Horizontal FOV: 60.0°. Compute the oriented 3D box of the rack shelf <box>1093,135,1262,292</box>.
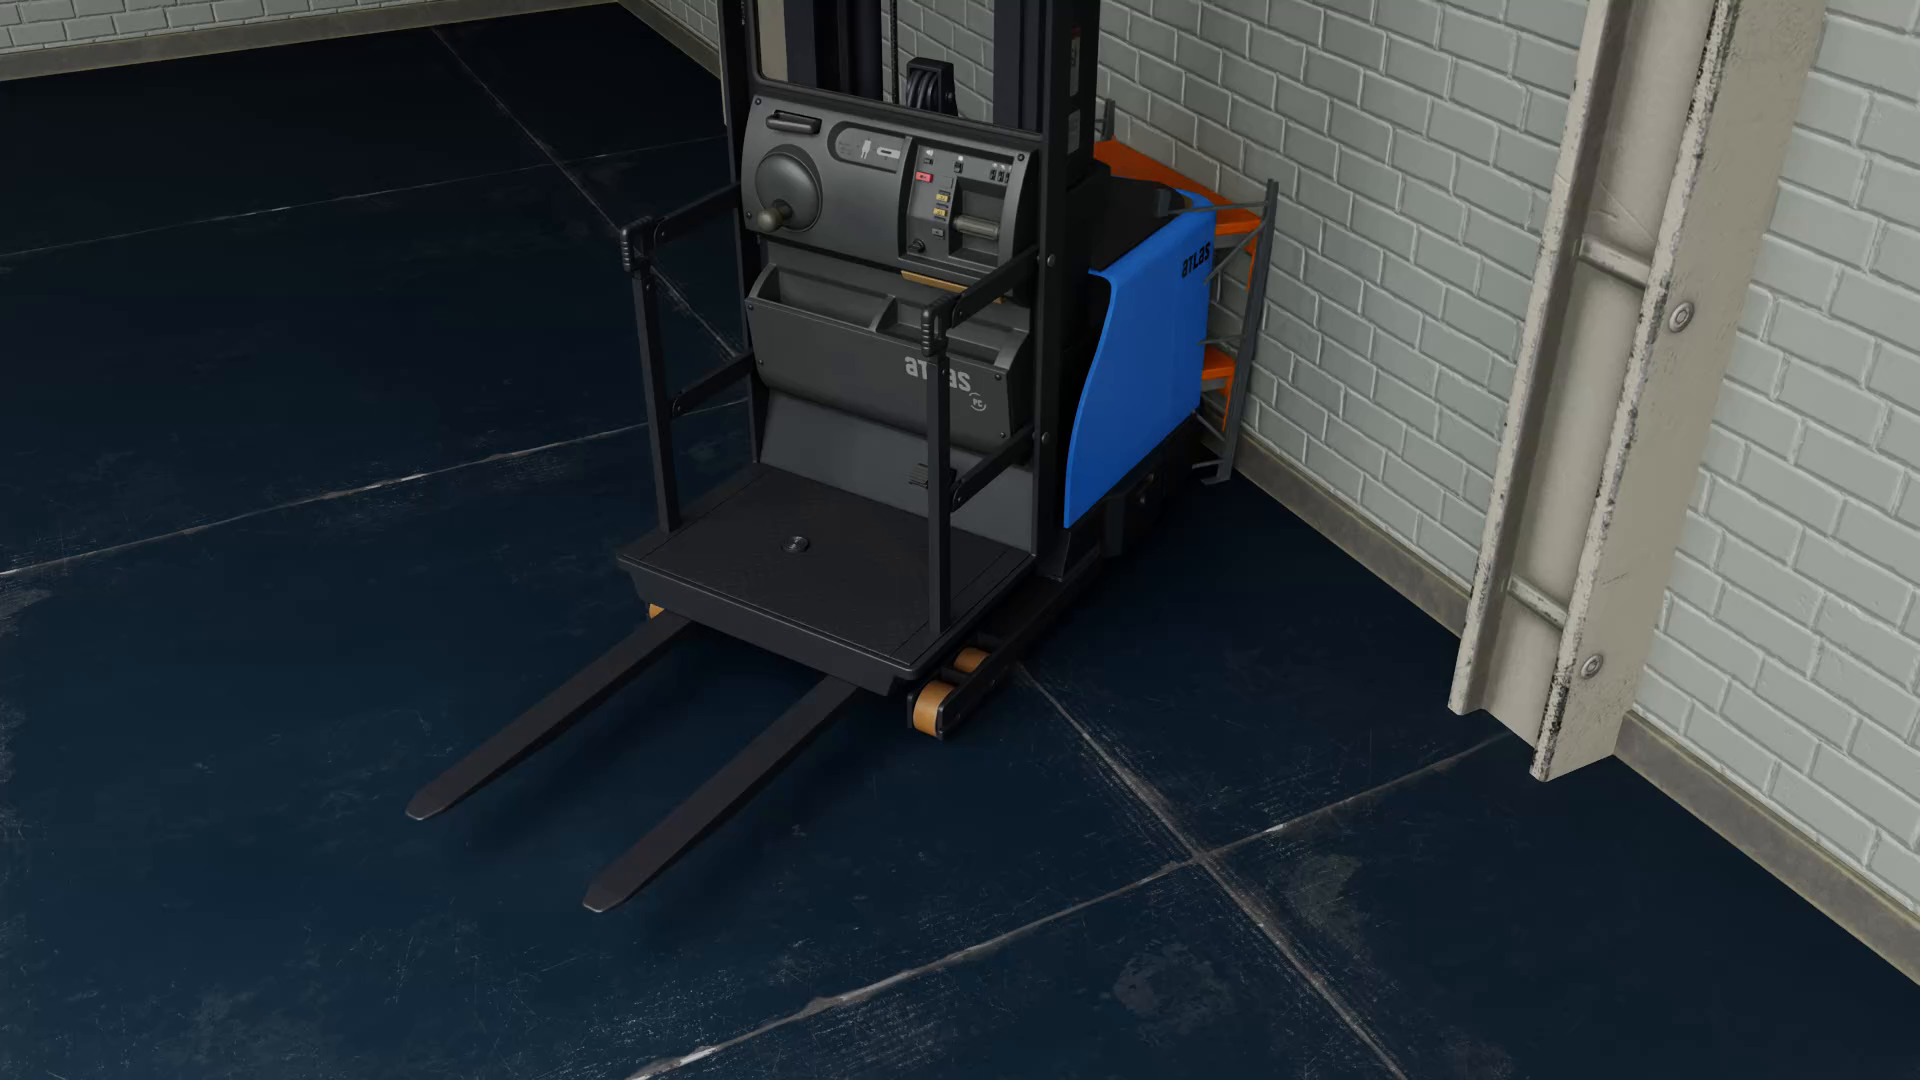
[{"bbox_3d":[0.595,-1.165,5.965,0.538,0.278,1.000,-11,33,-26],"label":"rack shelf"}]

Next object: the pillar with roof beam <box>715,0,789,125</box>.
[{"bbox_3d":[-4.922,-5.019,5.243,9.100,9.000,0.400,-16,36,-23],"label":"pillar with roof beam"}]

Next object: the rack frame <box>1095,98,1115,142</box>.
[{"bbox_3d":[0.333,-1.147,6.489,0.500,1.125,0.032,-11,33,-26],"label":"rack frame"}]

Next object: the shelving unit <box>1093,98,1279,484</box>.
[{"bbox_3d":[0.571,-0.911,6.107,0.538,1.125,1.048,-11,33,-26],"label":"shelving unit"}]

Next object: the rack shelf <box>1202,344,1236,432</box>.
[{"bbox_3d":[0.552,-0.698,6.226,0.538,0.278,1.000,-11,33,-26],"label":"rack shelf"}]

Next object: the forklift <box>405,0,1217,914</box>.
[{"bbox_3d":[-0.335,-0.946,4.510,1.130,2.935,3.031,19,37,27],"label":"forklift"}]

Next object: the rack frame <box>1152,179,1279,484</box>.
[{"bbox_3d":[0.810,-0.675,5.725,0.500,1.125,0.032,-11,33,-26],"label":"rack frame"}]

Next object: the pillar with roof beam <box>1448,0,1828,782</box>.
[{"bbox_3d":[-2.124,-2.156,0.773,9.100,9.000,0.400,-16,36,-23],"label":"pillar with roof beam"}]
